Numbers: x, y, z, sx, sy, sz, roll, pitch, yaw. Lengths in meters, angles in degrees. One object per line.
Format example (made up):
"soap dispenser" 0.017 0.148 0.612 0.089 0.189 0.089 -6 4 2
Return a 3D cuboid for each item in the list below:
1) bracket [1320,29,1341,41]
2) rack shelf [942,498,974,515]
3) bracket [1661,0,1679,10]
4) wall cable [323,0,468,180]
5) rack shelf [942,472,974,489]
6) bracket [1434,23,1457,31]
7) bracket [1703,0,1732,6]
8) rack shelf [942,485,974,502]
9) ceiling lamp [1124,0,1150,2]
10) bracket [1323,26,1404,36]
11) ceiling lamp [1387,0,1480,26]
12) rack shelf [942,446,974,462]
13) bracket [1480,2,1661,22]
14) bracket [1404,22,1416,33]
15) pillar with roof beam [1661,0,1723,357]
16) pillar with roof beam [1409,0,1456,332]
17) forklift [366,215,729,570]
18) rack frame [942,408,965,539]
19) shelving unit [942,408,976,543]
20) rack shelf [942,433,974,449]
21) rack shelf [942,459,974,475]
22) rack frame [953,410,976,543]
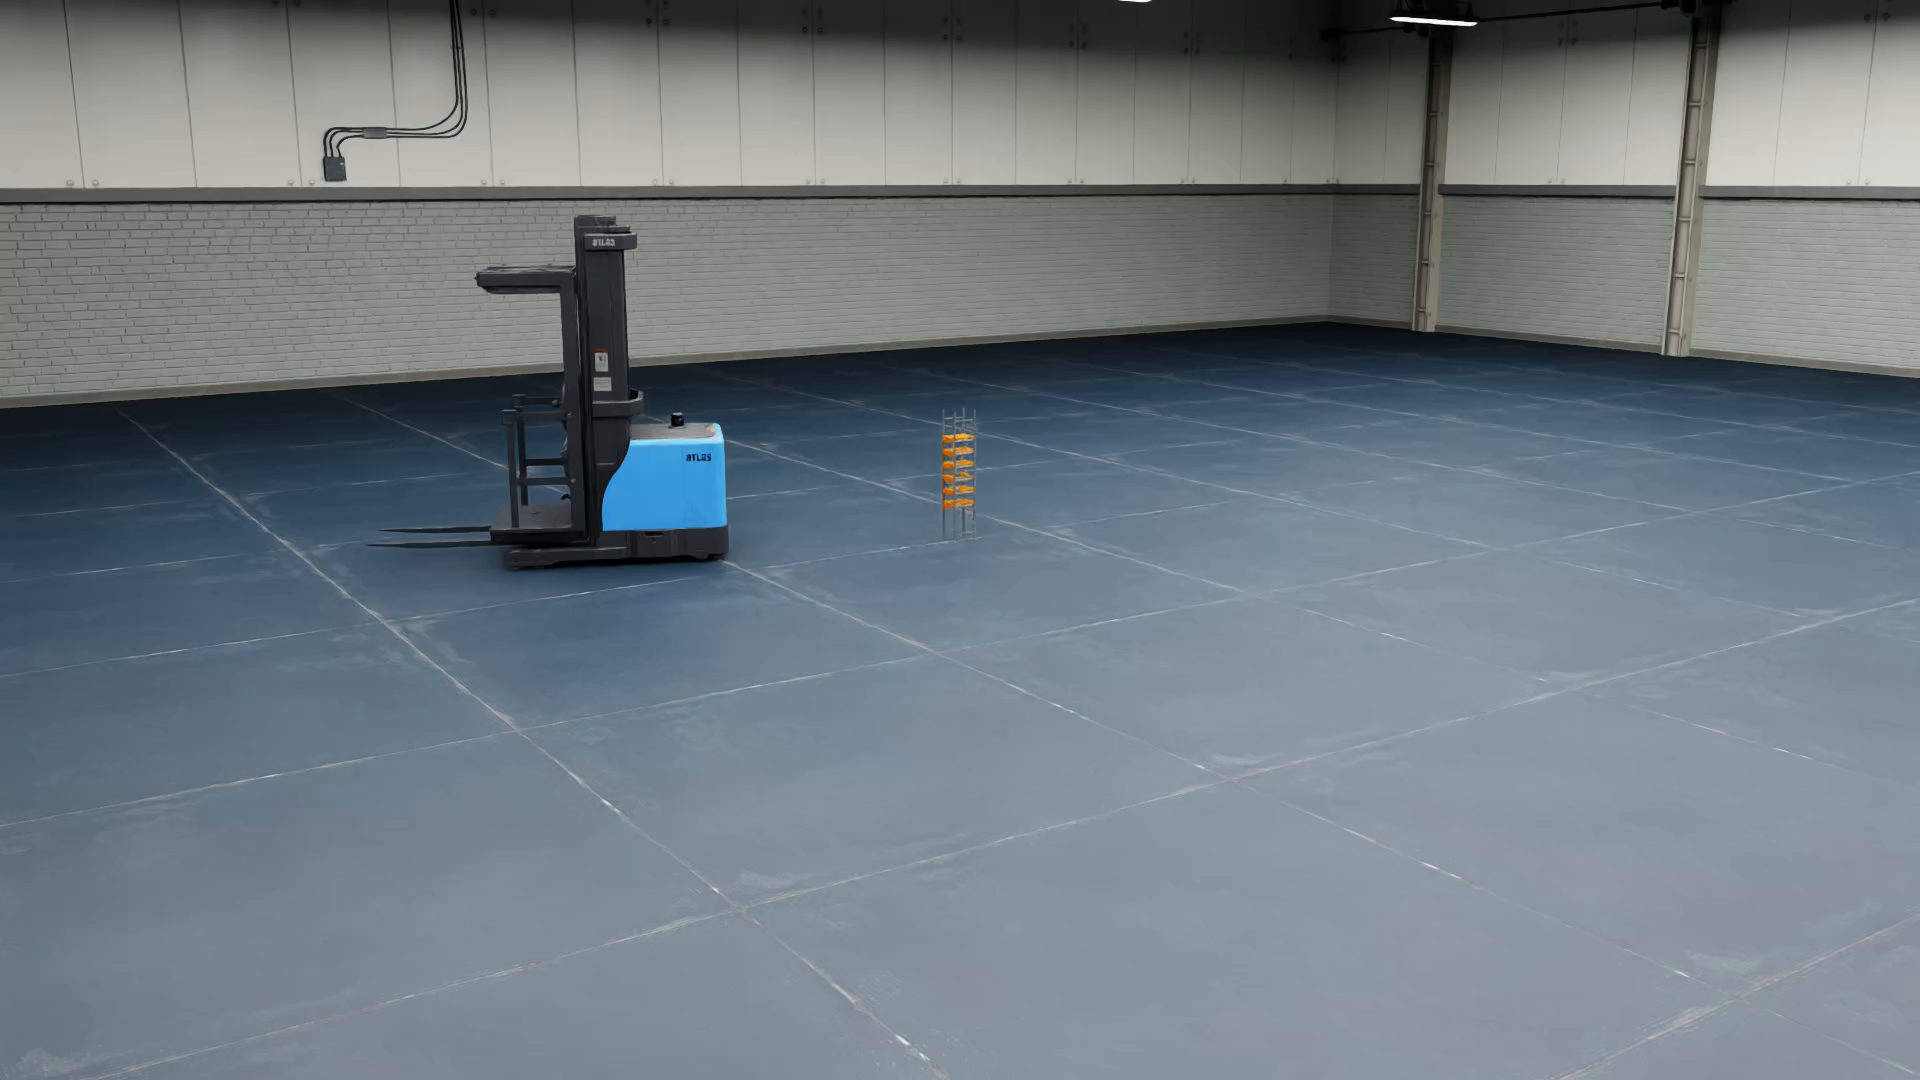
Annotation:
"bracket" 8.154 -11.110 36.564 0.235 0.232 0.430 -8 15 -33
"rack shelf" -0.008 -0.311 15.194 0.258 0.103 0.180 -8 15 -33
"bracket" 12.791 -9.621 29.757 0.235 0.232 0.430 -8 15 -33
"wall cable" -8.851 -8.632 25.700 2.305 6.003 0.169 -8 15 -33
"rack shelf" -0.008 -0.545 15.143 0.258 0.103 0.180 -8 15 -33
"bracket" 9.927 -10.541 33.962 0.235 0.232 0.430 -8 15 -33
"bracket" 13.251 -9.474 29.082 0.235 0.232 0.430 -8 15 -33
"rack shelf" -0.008 -0.428 15.169 0.258 0.103 0.180 -8 15 -33
"ceiling lamp" 1.893 -9.607 24.452 2.000 3.185 0.800 -8 15 -33
"bracket" 8.481 -11.005 36.084 0.076 0.066 3.189 -8 15 -33
"ceiling lamp" 8.004 -10.475 28.425 2.000 3.185 0.800 -8 15 -33
"rack shelf" -0.008 -0.780 15.092 0.258 0.103 0.180 -8 15 -33
"bracket" 11.354 -10.083 31.866 0.076 0.066 4.783 -8 15 -33
"bracket" 9.467 -10.688 34.637 0.235 0.232 0.430 -8 15 -33
"pillar with roof beam" 9.733 -7.322 27.666 9.100 9.000 0.548 -8 15 -33
"pillar with roof beam" 6.408 -8.389 32.546 9.100 9.000 0.548 -8 15 -33
"forklift" -3.576 -1.298 14.327 3.031 2.935 1.130 -2 13 -10
"rack frame" -0.059 -0.605 15.208 0.240 1.200 0.006 -8 15 -33
"shelving unit" -0.008 -0.589 15.134 0.258 1.200 0.189 -8 15 -33
"rack shelf" -0.008 -0.897 15.066 0.258 0.103 0.180 -8 15 -33
"rack shelf" -0.008 -0.663 15.117 0.258 0.103 0.180 -8 15 -33
"rack frame" 0.043 -0.572 15.059 0.240 1.200 0.006 -8 15 -33
